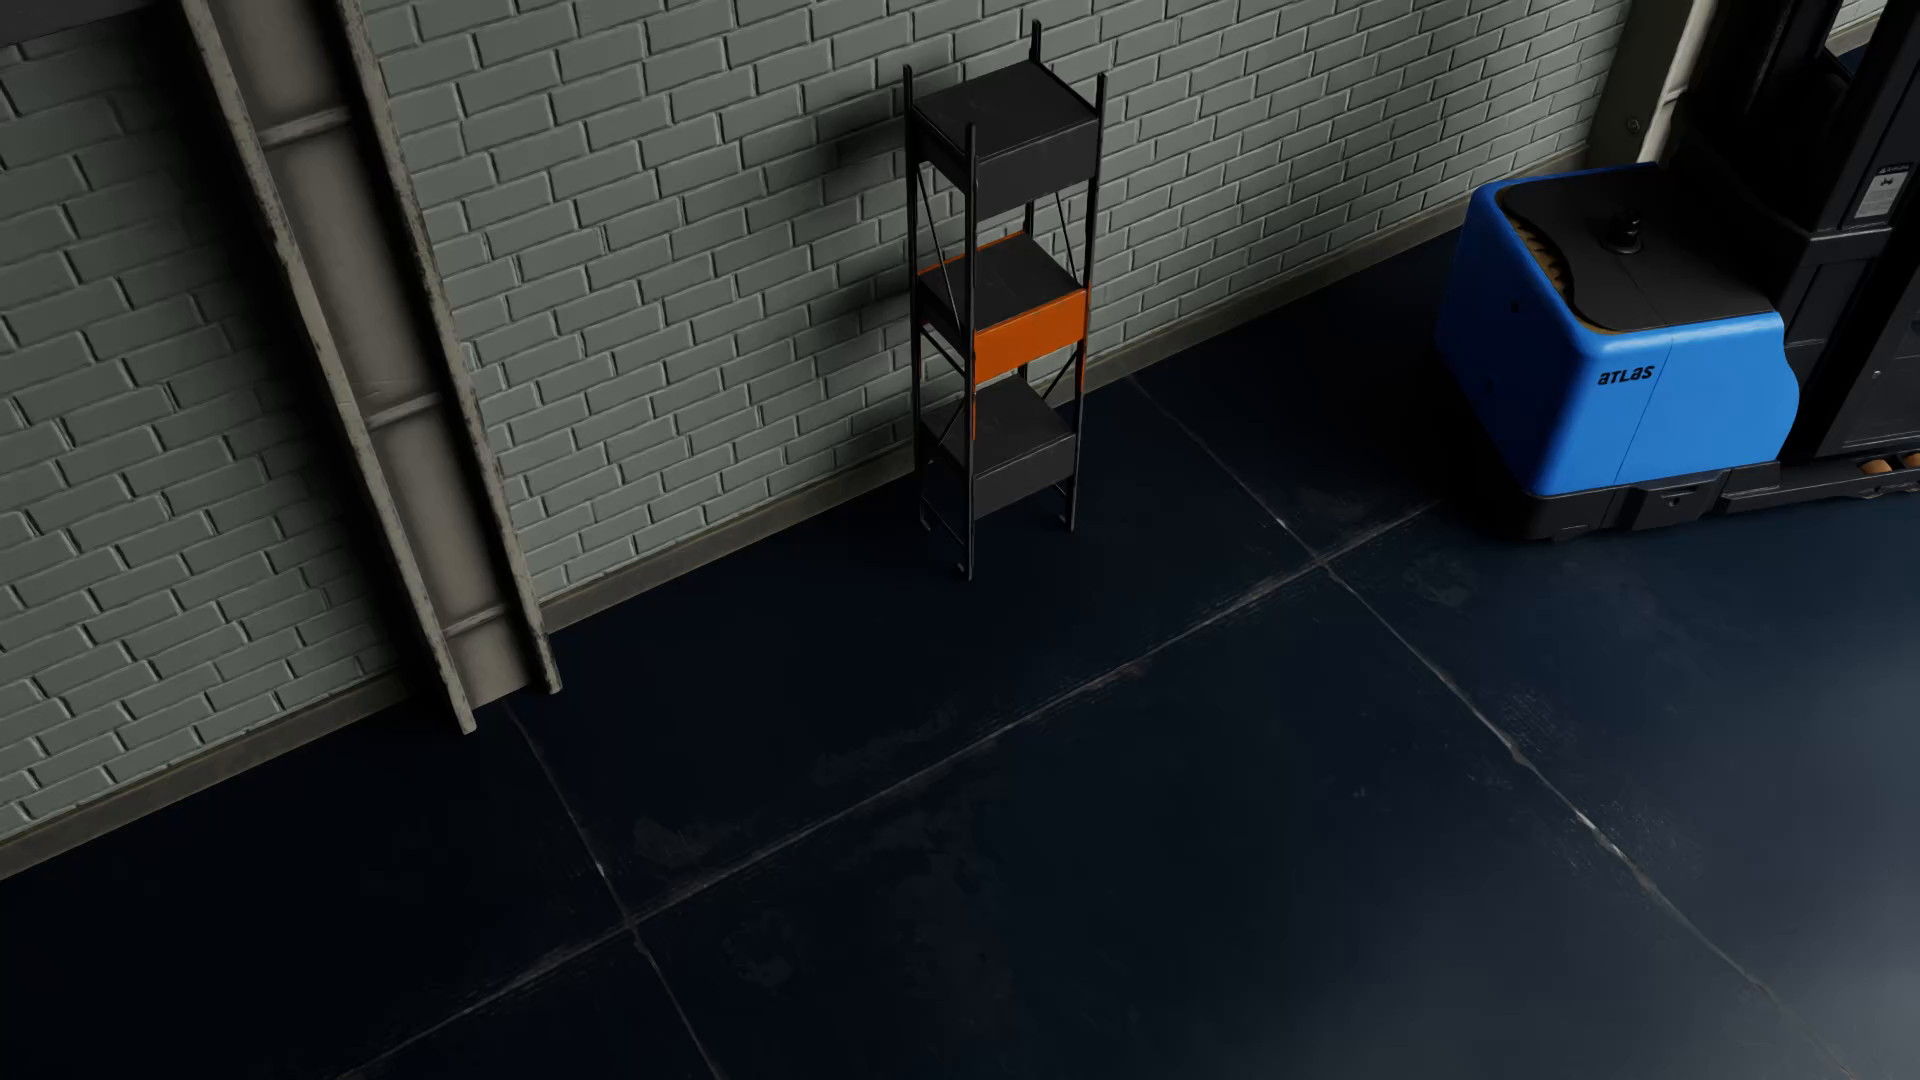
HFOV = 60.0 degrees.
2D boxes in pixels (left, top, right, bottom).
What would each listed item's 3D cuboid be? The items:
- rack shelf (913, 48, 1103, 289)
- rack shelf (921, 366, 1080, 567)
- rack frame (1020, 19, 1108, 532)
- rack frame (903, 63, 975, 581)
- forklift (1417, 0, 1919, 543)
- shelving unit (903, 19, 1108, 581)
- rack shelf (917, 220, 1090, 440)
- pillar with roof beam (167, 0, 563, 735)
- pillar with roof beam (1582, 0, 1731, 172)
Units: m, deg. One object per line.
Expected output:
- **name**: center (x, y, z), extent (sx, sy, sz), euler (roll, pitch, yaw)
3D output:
- **rack shelf**: center (0.140, -1.221, 5.457), extent (0.480, 0.518, 0.431), euler (-25, 53, -21)
- **rack shelf**: center (0.140, -0.290, 6.503), extent (0.480, 0.518, 0.431), euler (-25, 53, -21)
- **rack frame**: center (0.346, -0.861, 6.056), extent (0.015, 2.100, 0.400), euler (-25, 53, -21)
- **rack frame**: center (-0.066, -0.667, 5.883), extent (0.015, 2.100, 0.400), euler (-25, 53, -21)
- **forklift**: center (3.555, -1.525, 6.091), extent (3.031, 2.935, 1.130), euler (-9, 49, -8)
- **shelving unit**: center (0.140, -0.764, 5.970), extent (0.503, 2.100, 0.431), euler (-25, 53, -21)
- **rack shelf**: center (0.140, -0.755, 5.980), extent (0.480, 0.518, 0.431), euler (-25, 53, -21)
- **pillar with roof beam**: center (0.570, 0.263, 0.435), extent (0.400, 9.000, 9.100), euler (-25, 53, -21)
- **pillar with roof beam**: center (5.644, -2.128, 2.564), extent (0.400, 9.000, 9.100), euler (-25, 53, -21)
